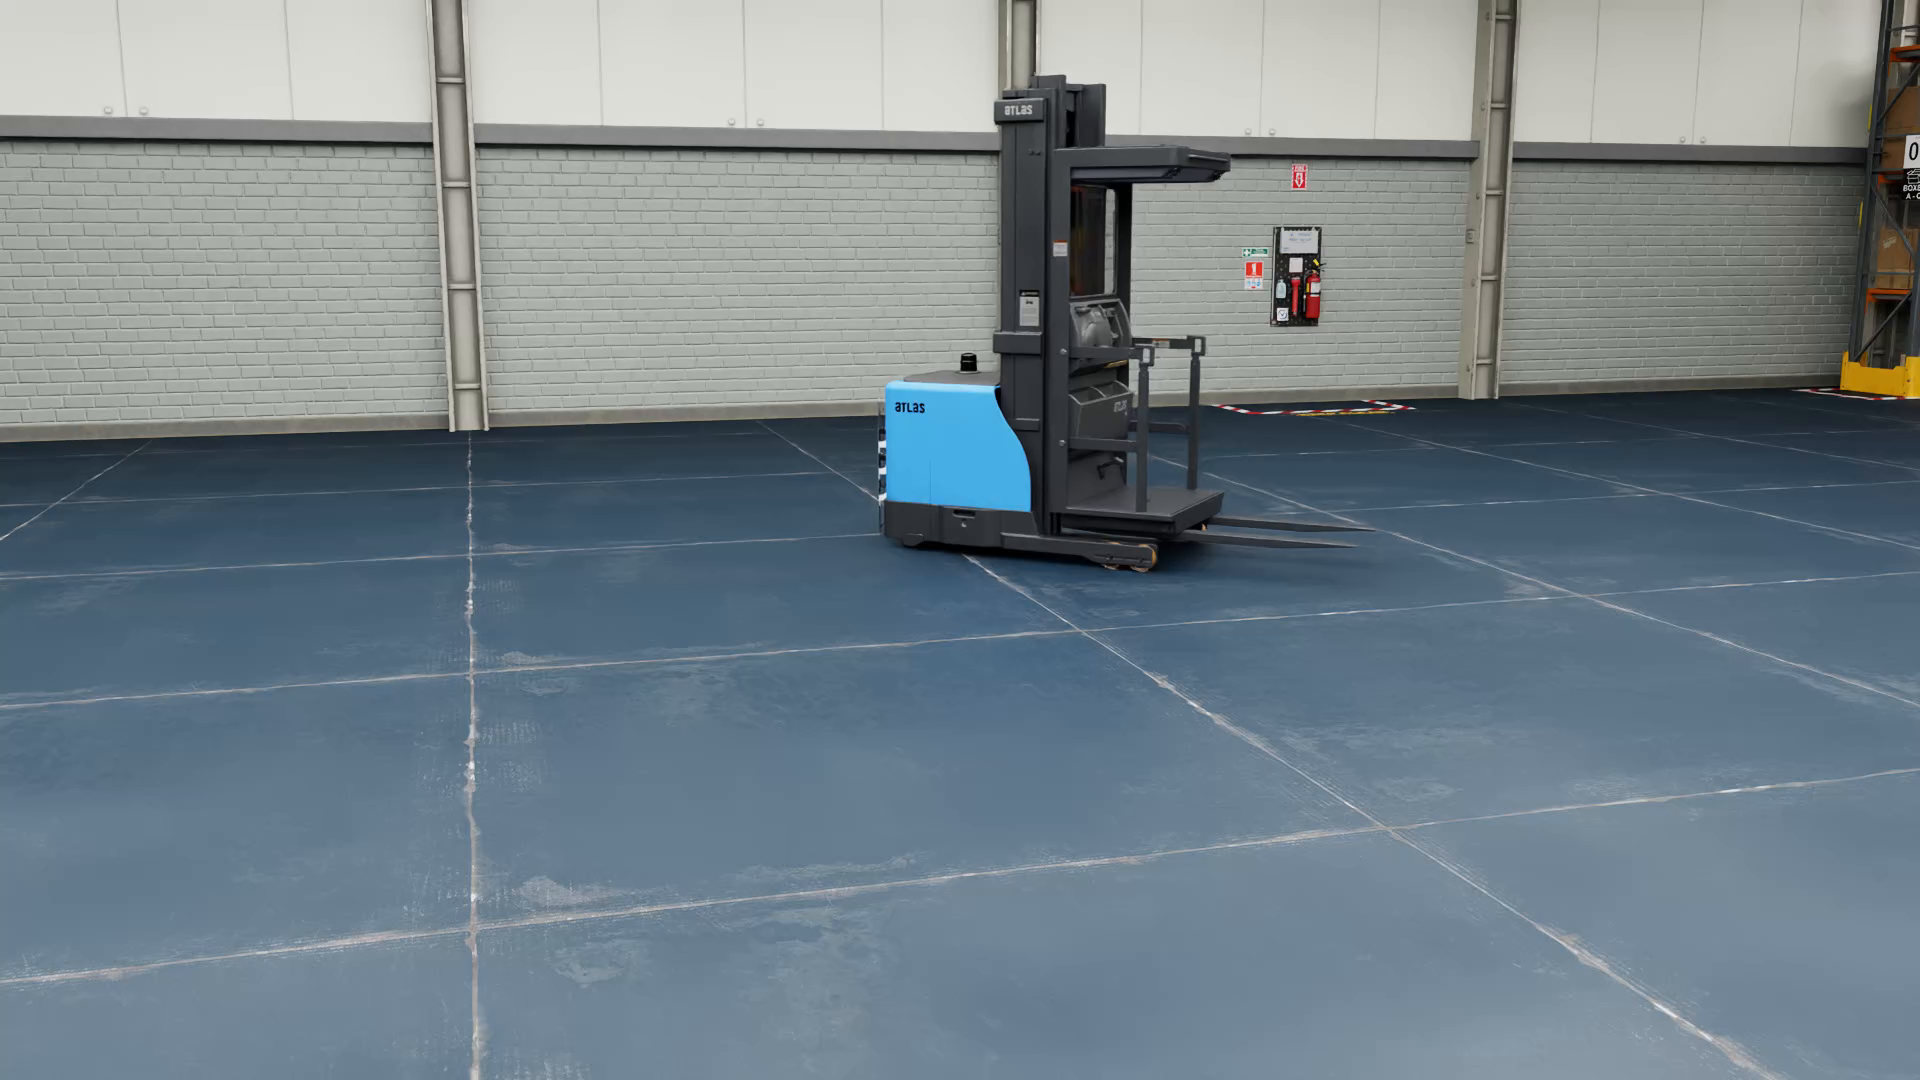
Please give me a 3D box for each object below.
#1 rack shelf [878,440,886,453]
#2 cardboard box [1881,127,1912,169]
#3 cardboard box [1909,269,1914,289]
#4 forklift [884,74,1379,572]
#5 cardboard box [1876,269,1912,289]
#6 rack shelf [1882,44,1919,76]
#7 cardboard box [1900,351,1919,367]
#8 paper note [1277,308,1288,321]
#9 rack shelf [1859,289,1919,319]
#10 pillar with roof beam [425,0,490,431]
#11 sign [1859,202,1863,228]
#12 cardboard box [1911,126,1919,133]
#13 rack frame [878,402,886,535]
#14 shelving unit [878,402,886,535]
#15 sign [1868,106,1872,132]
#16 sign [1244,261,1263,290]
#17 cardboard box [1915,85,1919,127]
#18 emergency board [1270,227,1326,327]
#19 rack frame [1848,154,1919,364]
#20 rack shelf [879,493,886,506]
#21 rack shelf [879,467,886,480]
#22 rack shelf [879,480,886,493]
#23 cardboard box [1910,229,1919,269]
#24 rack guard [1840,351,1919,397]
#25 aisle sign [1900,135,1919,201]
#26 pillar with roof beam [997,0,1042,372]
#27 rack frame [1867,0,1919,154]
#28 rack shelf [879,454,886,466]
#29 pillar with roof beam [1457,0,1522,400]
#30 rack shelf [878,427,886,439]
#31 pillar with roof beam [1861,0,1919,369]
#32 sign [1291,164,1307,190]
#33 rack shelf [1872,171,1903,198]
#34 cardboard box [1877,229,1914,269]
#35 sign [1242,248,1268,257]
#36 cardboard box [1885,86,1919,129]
[{"bbox_3d":[-0.410,-0.636,11.205,0.200,0.077,0.258,3,11,18],"label":"rack shelf"},{"bbox_3d":[12.075,-4.953,21.050,0.500,0.500,0.500,-2,11,-12],"label":"cardboard box"},{"bbox_3d":[12.302,-3.259,20.825,0.500,0.250,0.500,-3,11,-18],"label":"cardboard box"},{"bbox_3d":[1.062,-1.359,10.332,3.031,2.935,1.130,5,12,25],"label":"forklift"},{"bbox_3d":[12.140,-3.347,21.302,0.500,0.250,0.500,-3,11,-15],"label":"cardboard box"},{"bbox_3d":[13.665,-6.050,21.051,4.000,0.370,1.077,-3,11,-16],"label":"rack shelf"},{"bbox_3d":[12.435,-2.267,21.287,0.500,0.311,0.500,-4,11,-22],"label":"cardboard box"},{"bbox_3d":[3.842,-2.687,19.792,0.142,0.148,0.016,-3,11,-16],"label":"paper note"},{"bbox_3d":[13.665,-3.101,21.594,4.000,0.370,1.077,-3,11,-16],"label":"rack shelf"},{"bbox_3d":[-3.904,-4.831,12.432,0.400,9.000,9.100,-3,11,-16],"label":"pillar with roof beam"},{"bbox_3d":[11.609,-4.176,21.375,0.005,0.325,0.100,-3,11,-16],"label":"sign"},{"bbox_3d":[12.136,-4.861,20.552,0.500,0.500,0.500,-3,11,-14],"label":"cardboard box"},{"bbox_3d":[-0.507,-0.497,11.263,0.006,0.900,0.240,3,11,18],"label":"rack frame"},{"bbox_3d":[-0.410,-0.492,11.231,0.210,0.900,0.258,3,11,18],"label":"shelving unit"},{"bbox_3d":[11.609,-5.362,21.156,0.005,0.325,0.100,-3,11,-16],"label":"sign"},{"bbox_3d":[3.471,-3.125,19.637,0.234,0.329,0.001,-3,11,-16],"label":"sign"},{"bbox_3d":[12.183,-5.357,20.482,0.500,0.500,0.500,-4,11,-20],"label":"cardboard box"},{"bbox_3d":[4.031,-3.117,19.695,0.643,1.169,0.194,-3,11,-16],"label":"emergency board"},{"bbox_3d":[11.745,-3.354,20.979,0.127,3.000,1.000,-3,11,-16],"label":"rack frame"},{"bbox_3d":[-0.410,-0.282,11.270,0.200,0.077,0.258,3,11,18],"label":"rack shelf"},{"bbox_3d":[-0.410,-0.459,11.237,0.200,0.077,0.258,3,11,18],"label":"rack shelf"},{"bbox_3d":[-0.410,-0.370,11.253,0.200,0.077,0.258,3,11,18],"label":"rack shelf"},{"bbox_3d":[12.287,-3.630,20.770,0.500,0.500,0.500,-3,11,-16],"label":"cardboard box"},{"bbox_3d":[11.818,-2.128,21.226,0.348,0.500,1.175,-3,11,-16],"label":"rack guard"},{"bbox_3d":[11.760,-4.576,20.440,0.004,0.787,0.394,-3,11,-16],"label":"aisle sign"},{"bbox_3d":[1.857,-5.134,14.081,0.400,9.000,9.100,-3,11,-16],"label":"pillar with roof beam"},{"bbox_3d":[11.745,-6.304,20.435,0.127,3.000,1.000,-3,11,-16],"label":"rack frame"},{"bbox_3d":[-0.410,-0.547,11.221,0.200,0.077,0.258,3,11,18],"label":"rack shelf"},{"bbox_3d":[7.618,-5.438,15.730,0.400,9.000,9.100,-3,11,-16],"label":"pillar with roof beam"},{"bbox_3d":[-0.410,-0.724,11.188,0.200,0.077,0.258,3,11,18],"label":"rack shelf"},{"bbox_3d":[13.379,-5.742,17.380,0.400,9.000,9.100,-3,11,-16],"label":"pillar with roof beam"},{"bbox_3d":[3.996,-4.274,19.577,0.199,0.298,0.001,-3,11,-16],"label":"sign"},{"bbox_3d":[13.665,-4.576,21.322,4.000,0.370,1.077,-3,11,-16],"label":"rack shelf"},{"bbox_3d":[12.138,-3.719,21.253,0.500,0.500,0.500,-3,11,-17],"label":"cardboard box"},{"bbox_3d":[3.478,-3.384,19.582,0.331,0.109,0.001,-3,11,-16],"label":"sign"},{"bbox_3d":[12.086,-5.447,20.971,0.500,0.500,0.500,-3,11,-13],"label":"cardboard box"}]
